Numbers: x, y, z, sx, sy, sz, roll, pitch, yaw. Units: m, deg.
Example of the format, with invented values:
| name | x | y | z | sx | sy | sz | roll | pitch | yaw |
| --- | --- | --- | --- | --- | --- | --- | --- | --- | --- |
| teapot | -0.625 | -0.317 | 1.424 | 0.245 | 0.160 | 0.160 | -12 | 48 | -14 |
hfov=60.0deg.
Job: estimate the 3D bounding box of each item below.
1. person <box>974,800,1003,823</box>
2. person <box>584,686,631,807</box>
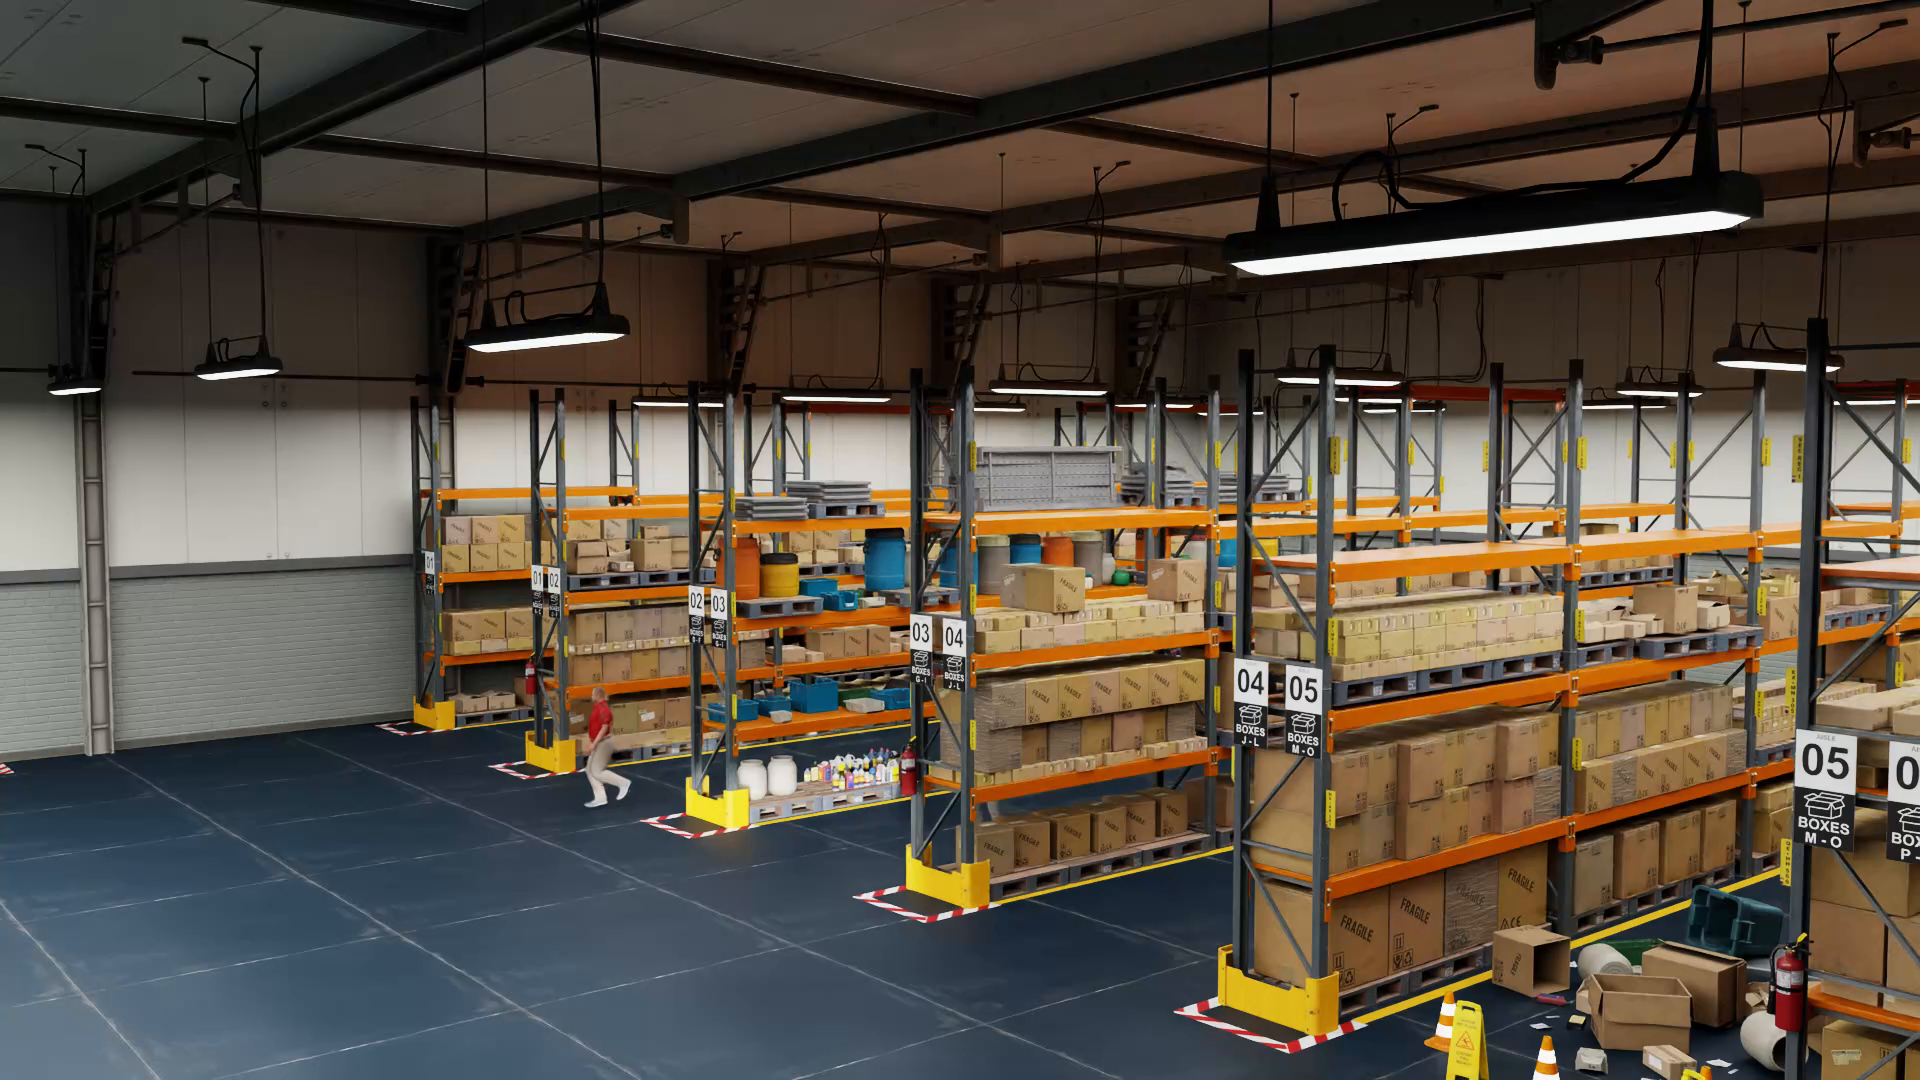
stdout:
| name | x | y | z | sx | sy | sz | roll | pitch | yaw |
| --- | --- | --- | --- | --- | --- | --- | --- | --- | --- |
| person | 0.318 | 3.094 | 21.138 | 0.599 | 1.698 | 0.539 | -1 | 4 | -22 |
| person | -5.042 | 2.930 | 23.661 | 0.631 | 1.699 | 0.590 | -1 | 4 | -20 |
